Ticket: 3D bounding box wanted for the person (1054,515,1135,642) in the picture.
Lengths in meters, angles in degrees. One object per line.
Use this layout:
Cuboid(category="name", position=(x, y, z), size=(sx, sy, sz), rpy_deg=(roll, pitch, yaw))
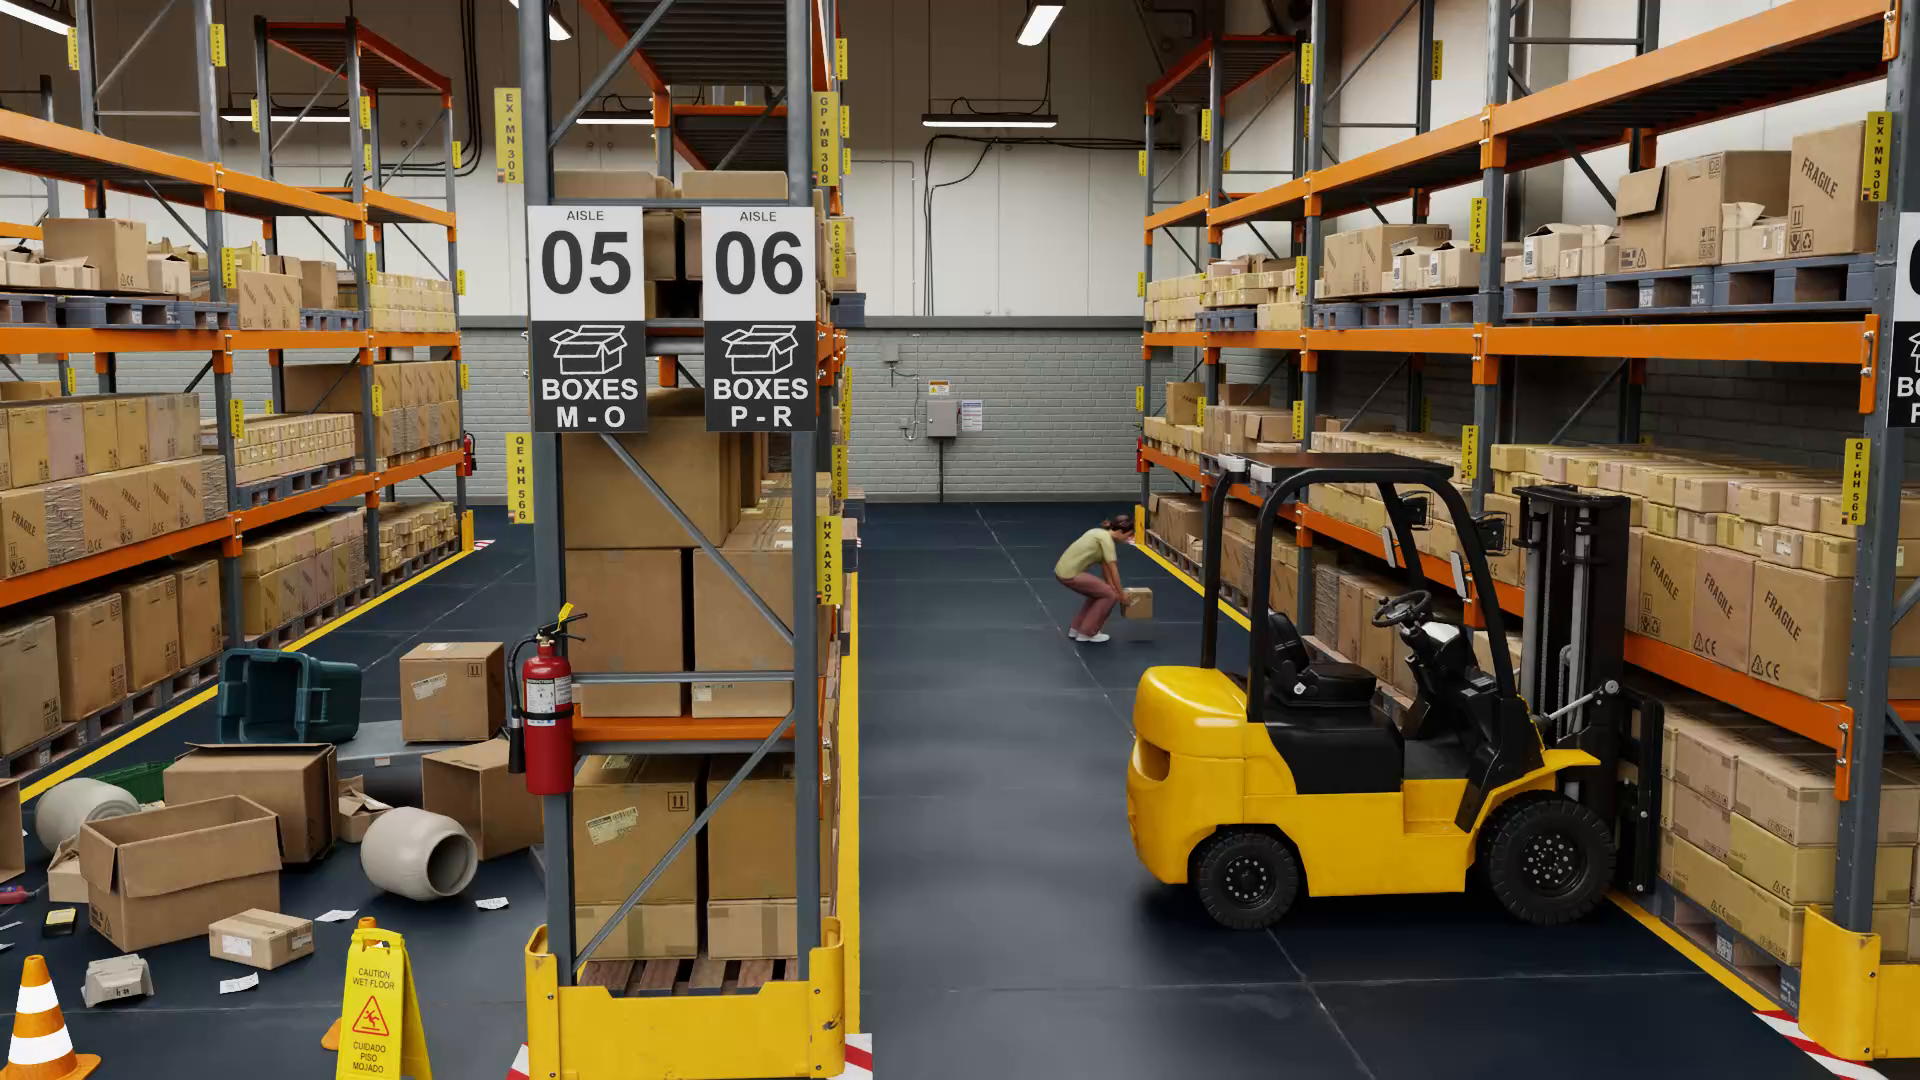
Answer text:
Cuboid(category="person", position=(1.227, 0.339, 15.195), size=(0.740, 1.142, 0.502), rpy_deg=(0, 7, -4))
